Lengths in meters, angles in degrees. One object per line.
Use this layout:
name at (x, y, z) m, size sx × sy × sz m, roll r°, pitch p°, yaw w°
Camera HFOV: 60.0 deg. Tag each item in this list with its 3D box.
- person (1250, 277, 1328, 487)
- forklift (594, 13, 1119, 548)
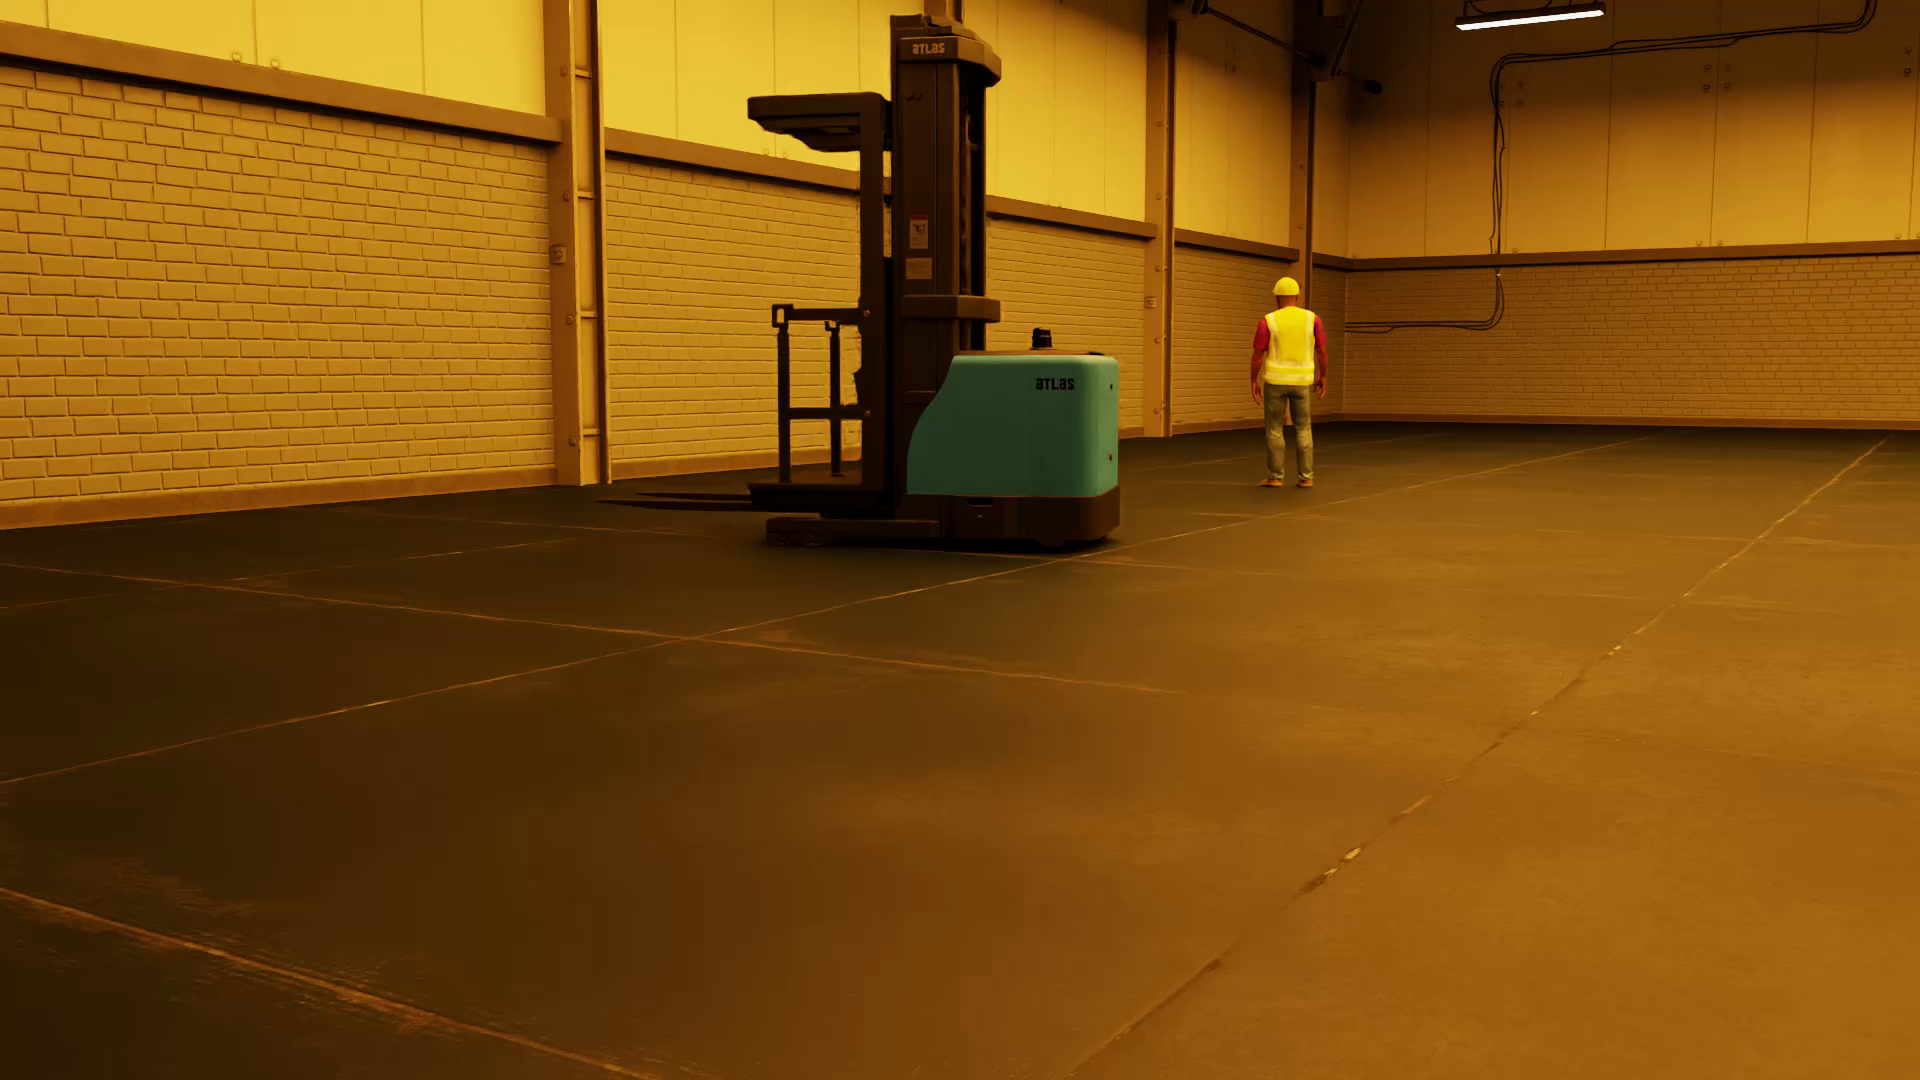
person at (2.775, -1.329, 14.105) m, size 0.661 × 1.777 × 0.504 m, roll 0°, pitch 6°, yaw -1°
forklift at (-0.623, -1.467, 9.710) m, size 3.031 × 2.935 × 1.130 m, roll 1°, pitch 6°, yaw 13°
